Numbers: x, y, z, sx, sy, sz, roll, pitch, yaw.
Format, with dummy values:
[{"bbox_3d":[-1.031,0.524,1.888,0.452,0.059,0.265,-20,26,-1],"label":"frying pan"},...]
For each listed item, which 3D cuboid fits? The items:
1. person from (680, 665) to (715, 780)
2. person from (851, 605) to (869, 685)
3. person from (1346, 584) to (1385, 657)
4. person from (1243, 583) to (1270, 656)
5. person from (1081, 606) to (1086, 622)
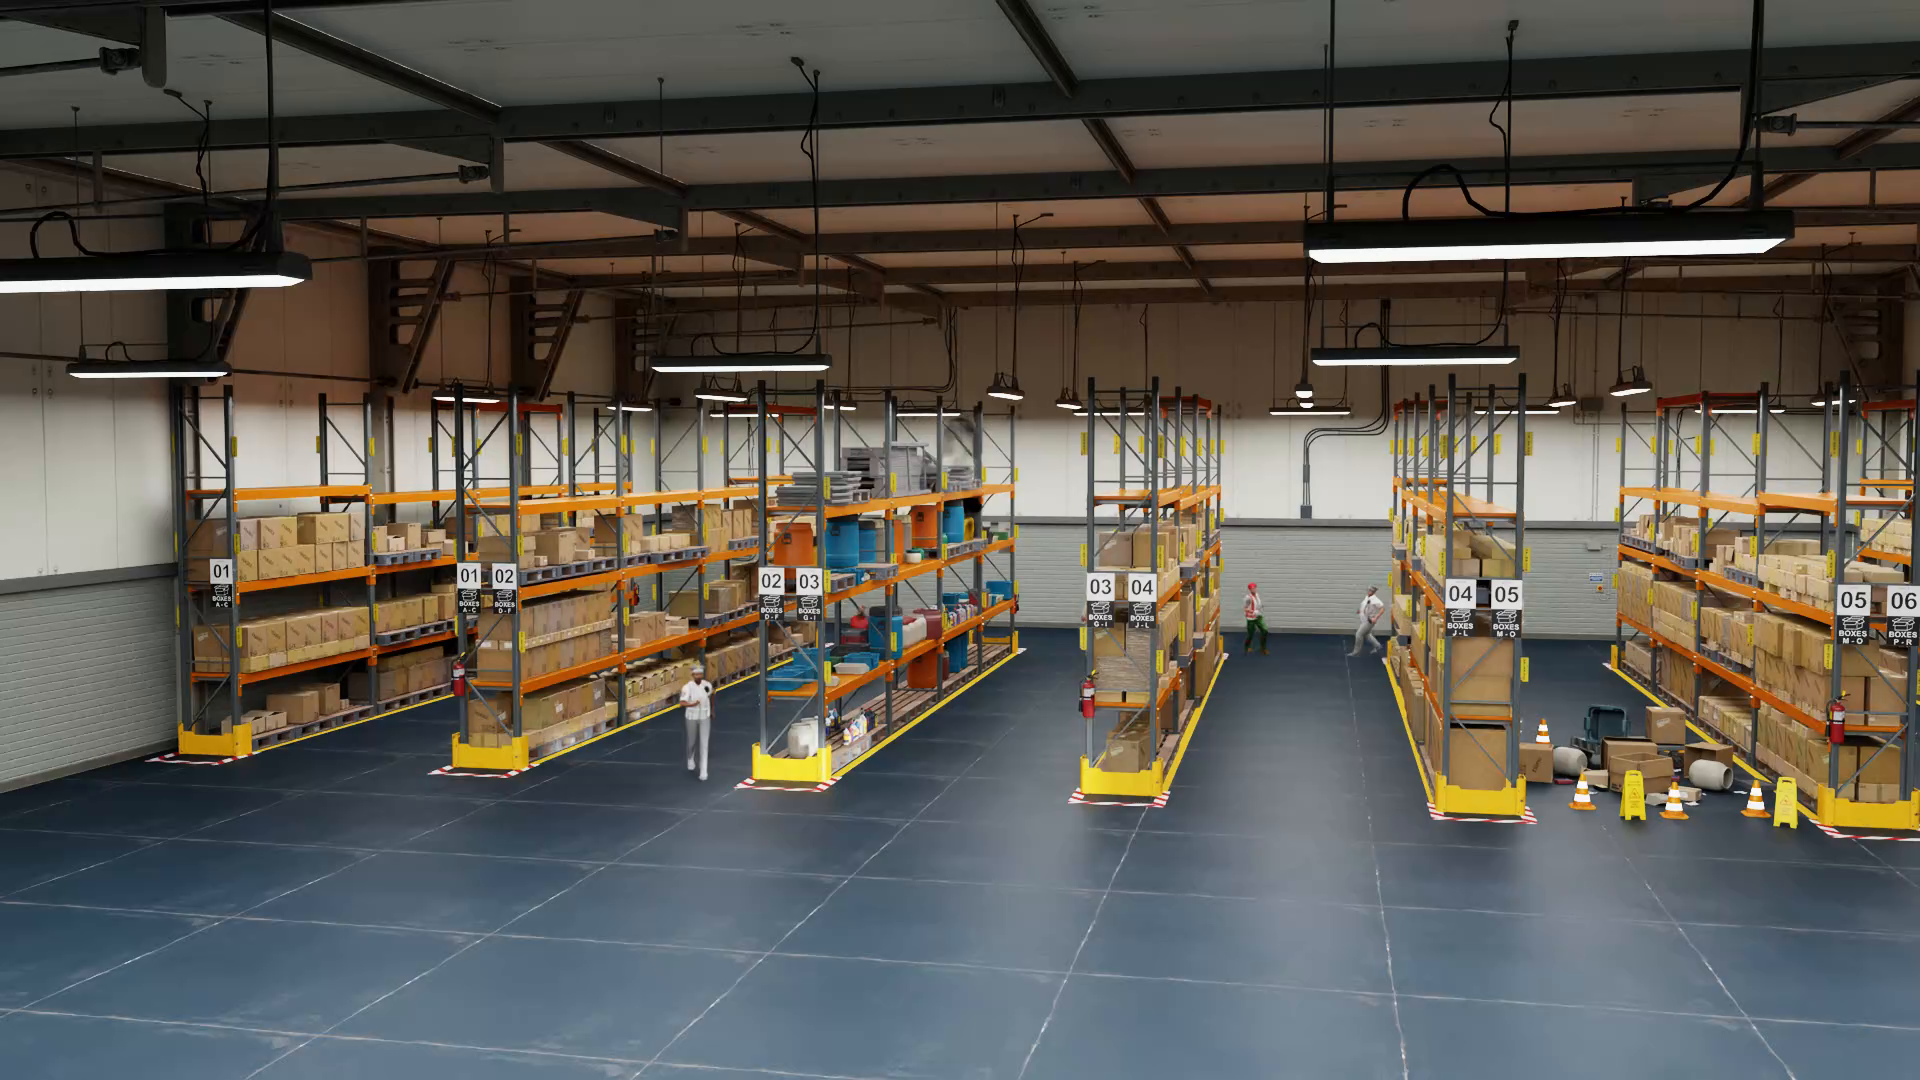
[{"bbox_3d":[-3.984,2.718,25.234,0.566,1.699,0.929,-1,3,-17],"label":"person"},{"bbox_3d":[-2.072,2.219,34.713,0.633,1.741,0.688,1,3,18],"label":"person"},{"bbox_3d":[9.669,1.920,39.475,0.903,1.753,0.723,0,3,-3],"label":"person"},{"bbox_3d":[7.032,1.902,39.914,0.670,1.785,0.782,-2,4,-33],"label":"person"},{"bbox_3d":[3.019,2.019,36.817,0.684,1.771,0.969,0,3,1],"label":"person"}]
